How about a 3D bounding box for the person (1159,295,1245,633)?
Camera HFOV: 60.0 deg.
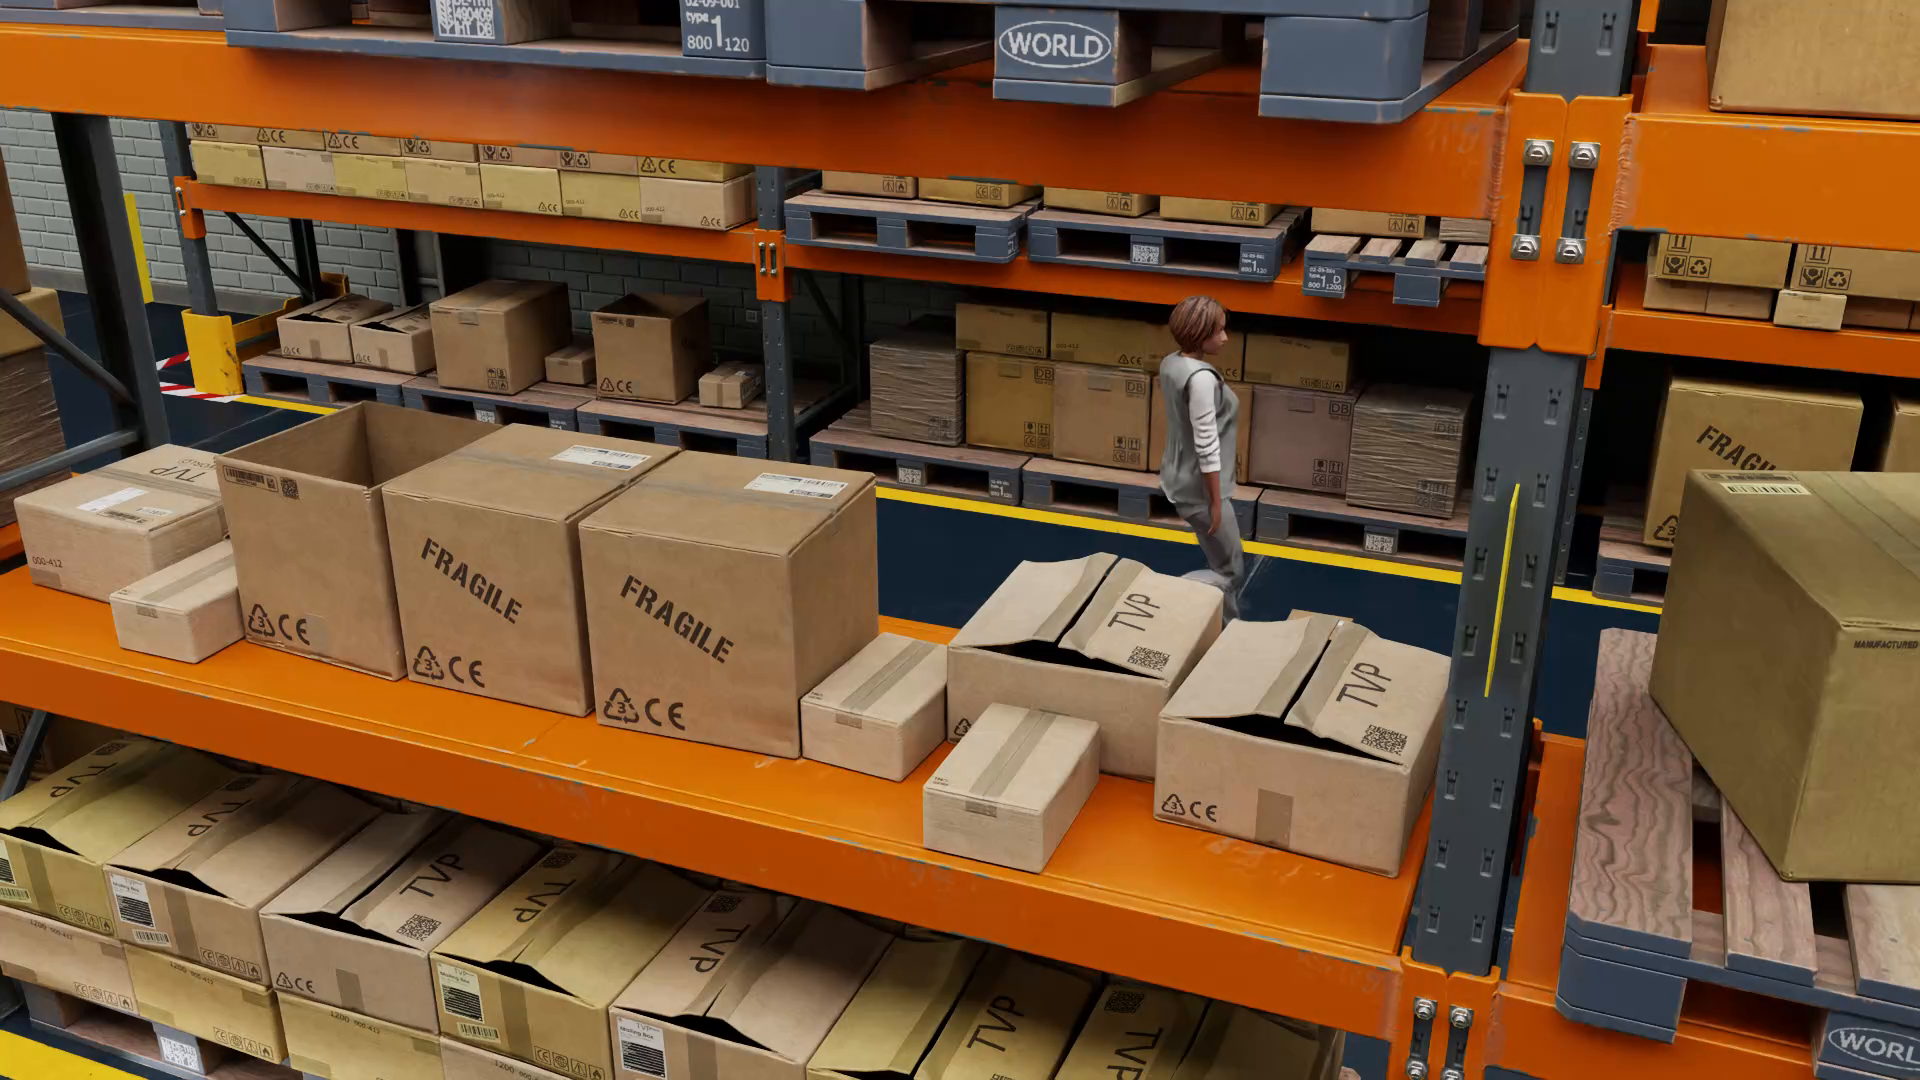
[{"bbox_3d":[0.982,-0.203,6.601,0.736,1.565,0.440,-3,23,-8],"label":"person"}]
